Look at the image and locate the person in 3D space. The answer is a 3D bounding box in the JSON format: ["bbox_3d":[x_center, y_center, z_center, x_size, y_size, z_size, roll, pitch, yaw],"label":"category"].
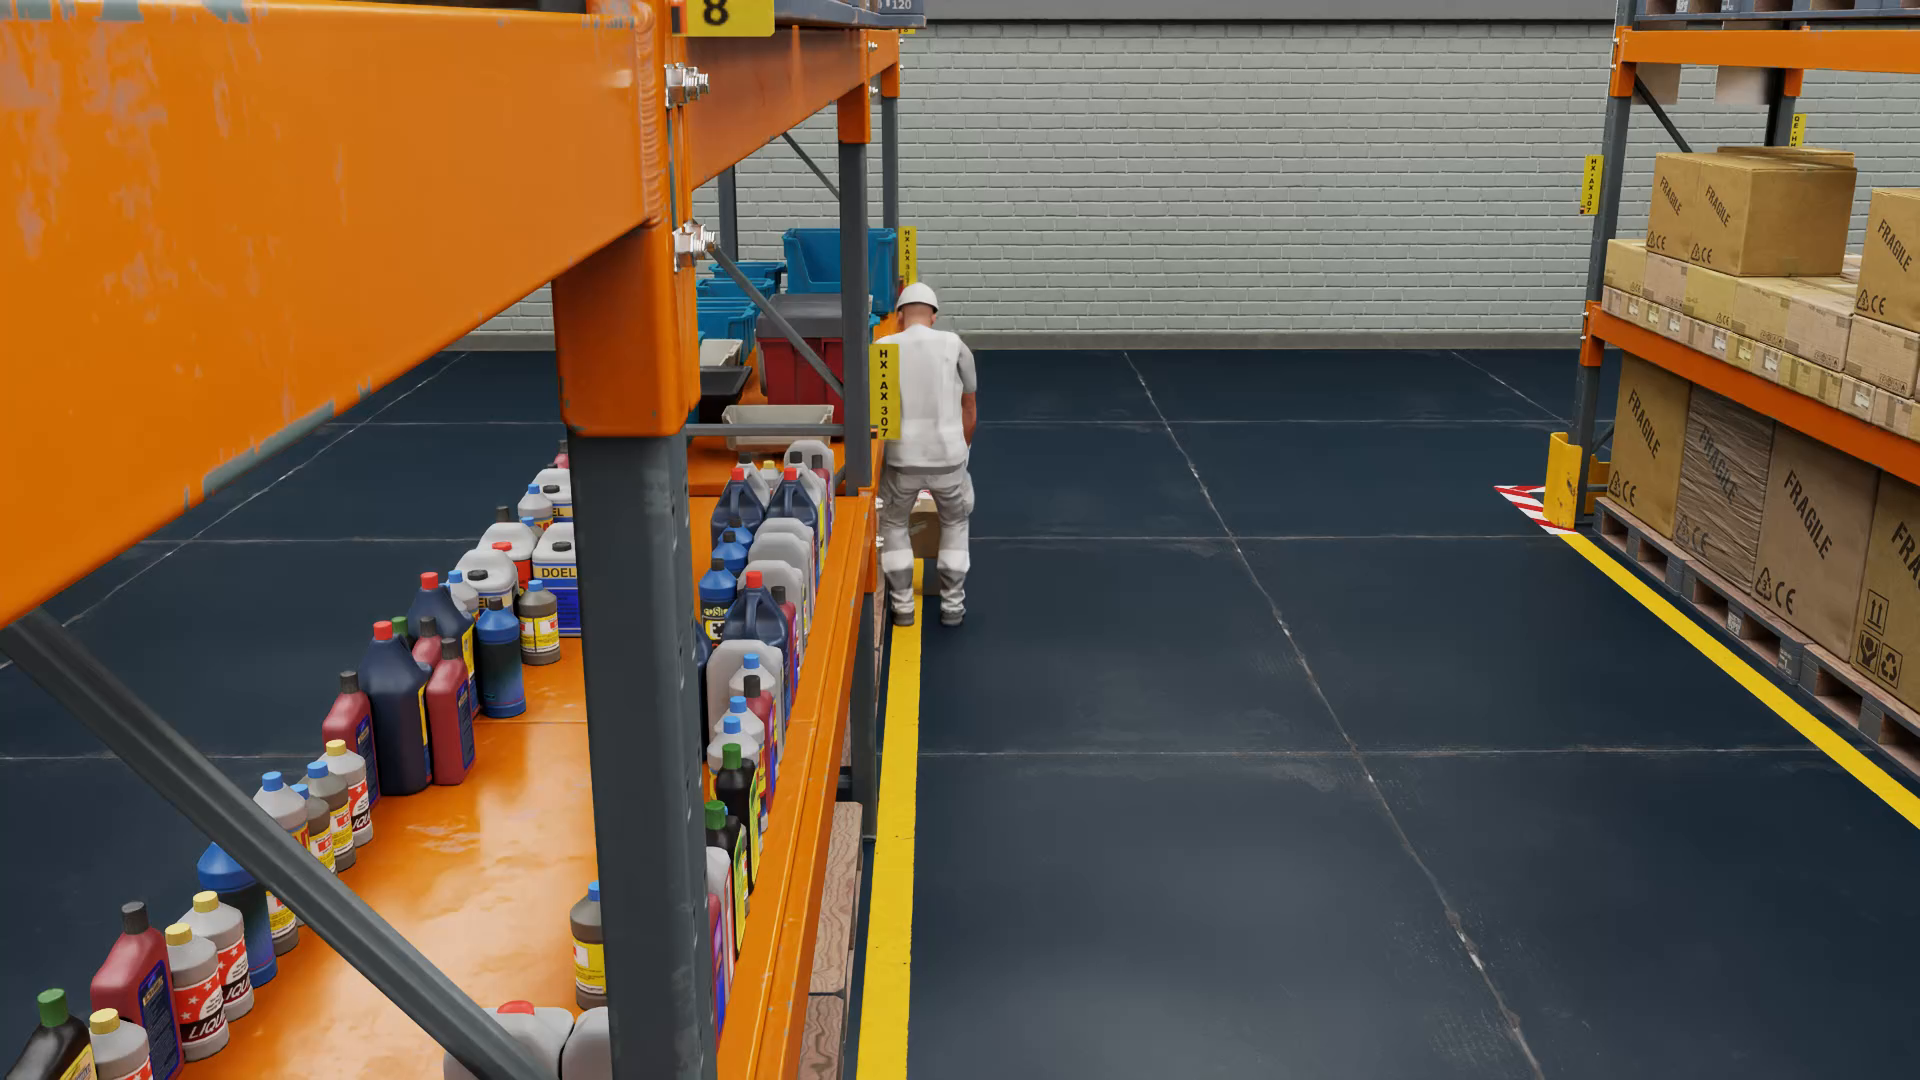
[{"bbox_3d":[-0.202,-0.407,8.085,0.564,1.647,0.580,0,17,0],"label":"person"}]
